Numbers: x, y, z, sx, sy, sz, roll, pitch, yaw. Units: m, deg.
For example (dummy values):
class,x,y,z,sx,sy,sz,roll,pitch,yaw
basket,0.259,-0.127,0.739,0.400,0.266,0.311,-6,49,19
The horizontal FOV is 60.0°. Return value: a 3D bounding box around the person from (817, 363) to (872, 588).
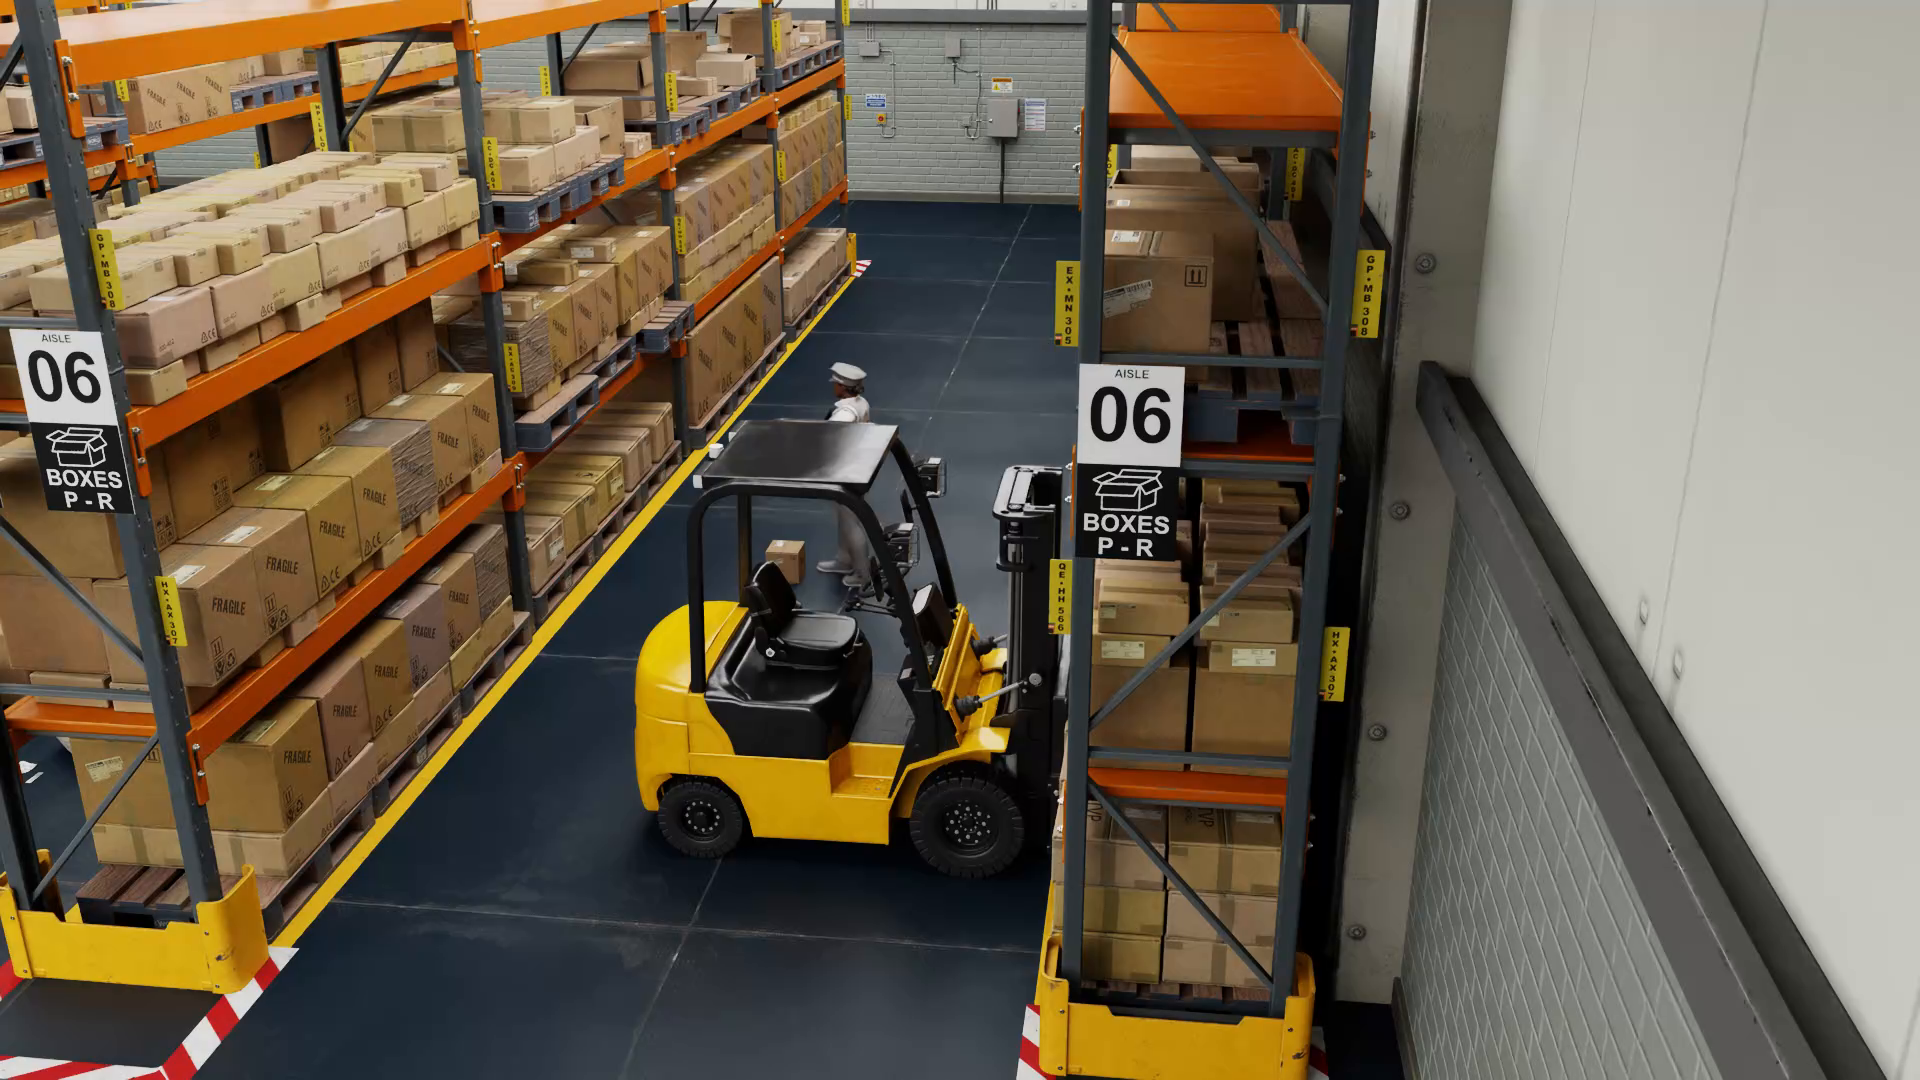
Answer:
class,x,y,z,sx,sy,sz,roll,pitch,yaw
person,-0.864,-0.486,12.297,0.546,1.687,0.457,6,22,16
